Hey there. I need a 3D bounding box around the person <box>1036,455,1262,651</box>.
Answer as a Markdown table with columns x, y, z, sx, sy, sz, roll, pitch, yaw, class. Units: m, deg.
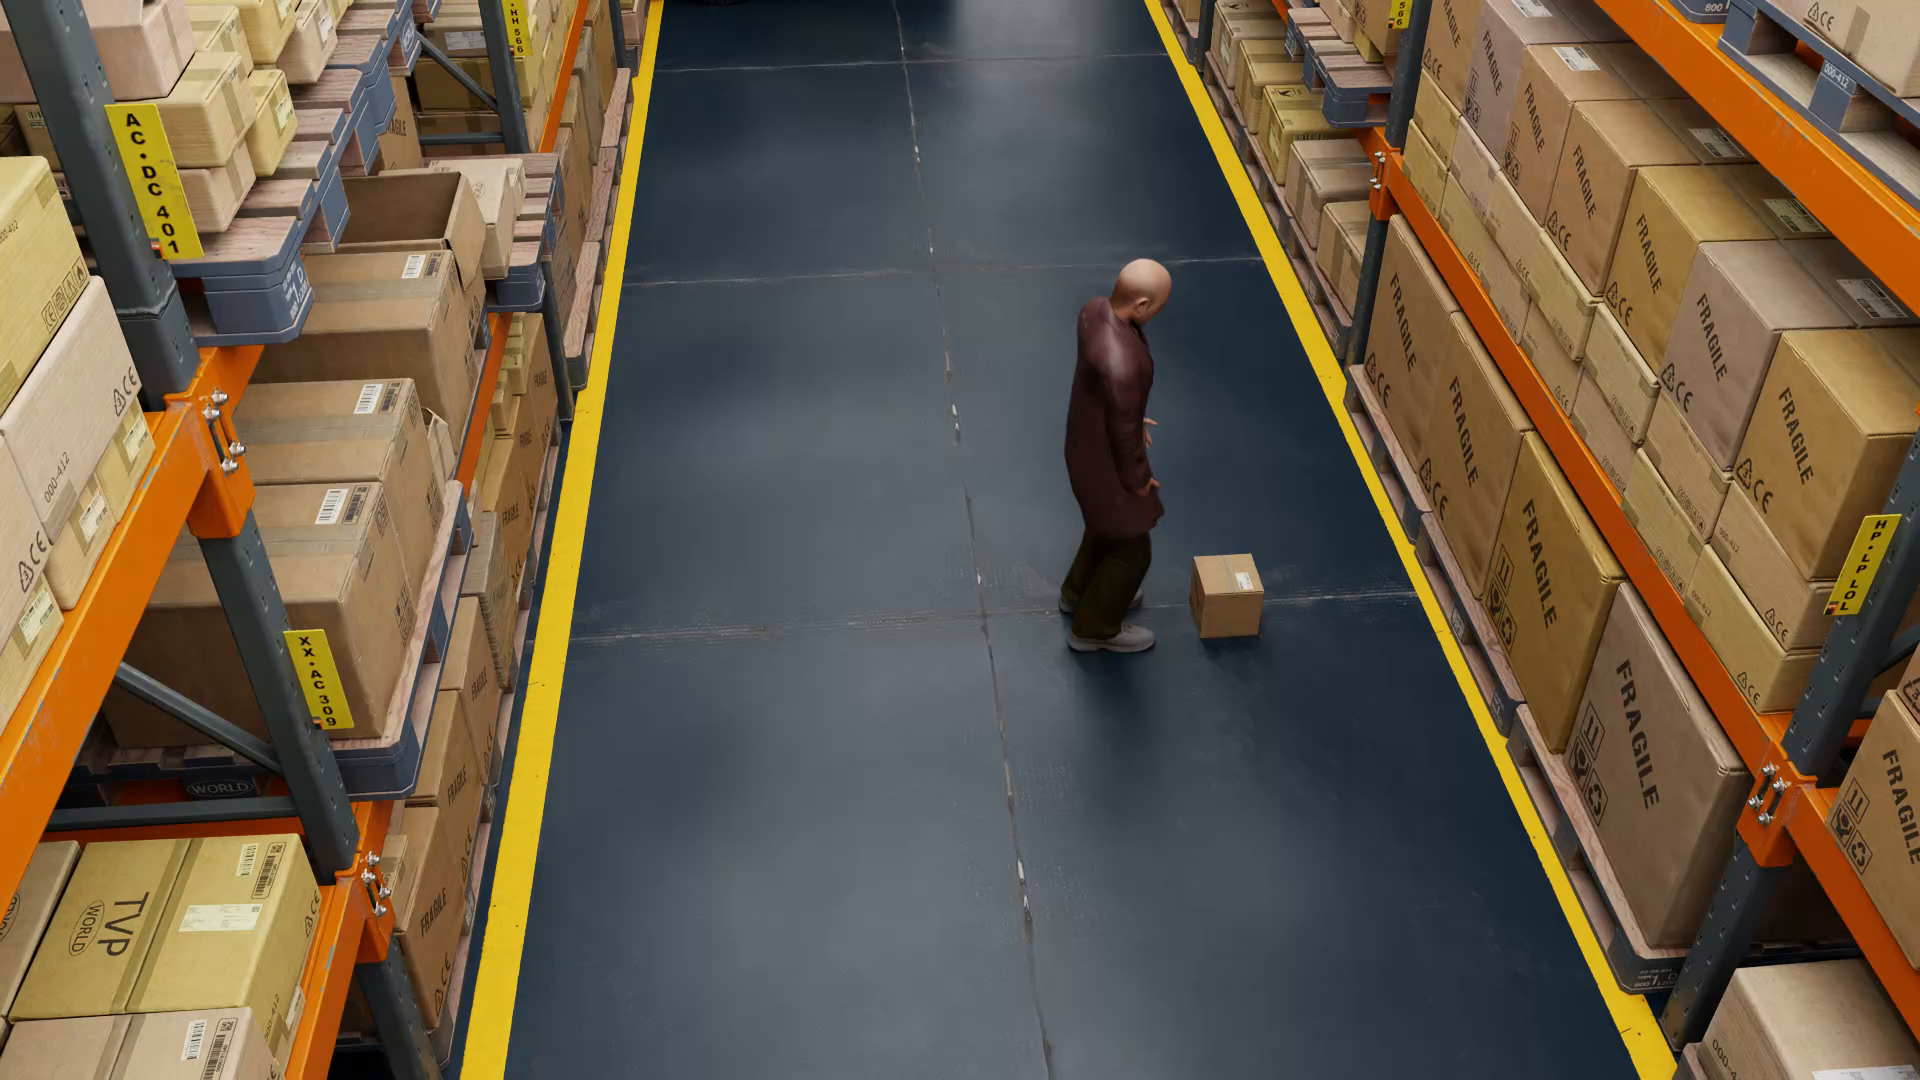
| x | y | z | sx | sy | sz | roll | pitch | yaw | class |
| --- | --- | --- | --- | --- | --- | --- | --- | --- | --- |
| 0.782 | 0.062 | 6.919 | 0.938 | 0.816 | 0.575 | -4 | 39 | -5 | person |
